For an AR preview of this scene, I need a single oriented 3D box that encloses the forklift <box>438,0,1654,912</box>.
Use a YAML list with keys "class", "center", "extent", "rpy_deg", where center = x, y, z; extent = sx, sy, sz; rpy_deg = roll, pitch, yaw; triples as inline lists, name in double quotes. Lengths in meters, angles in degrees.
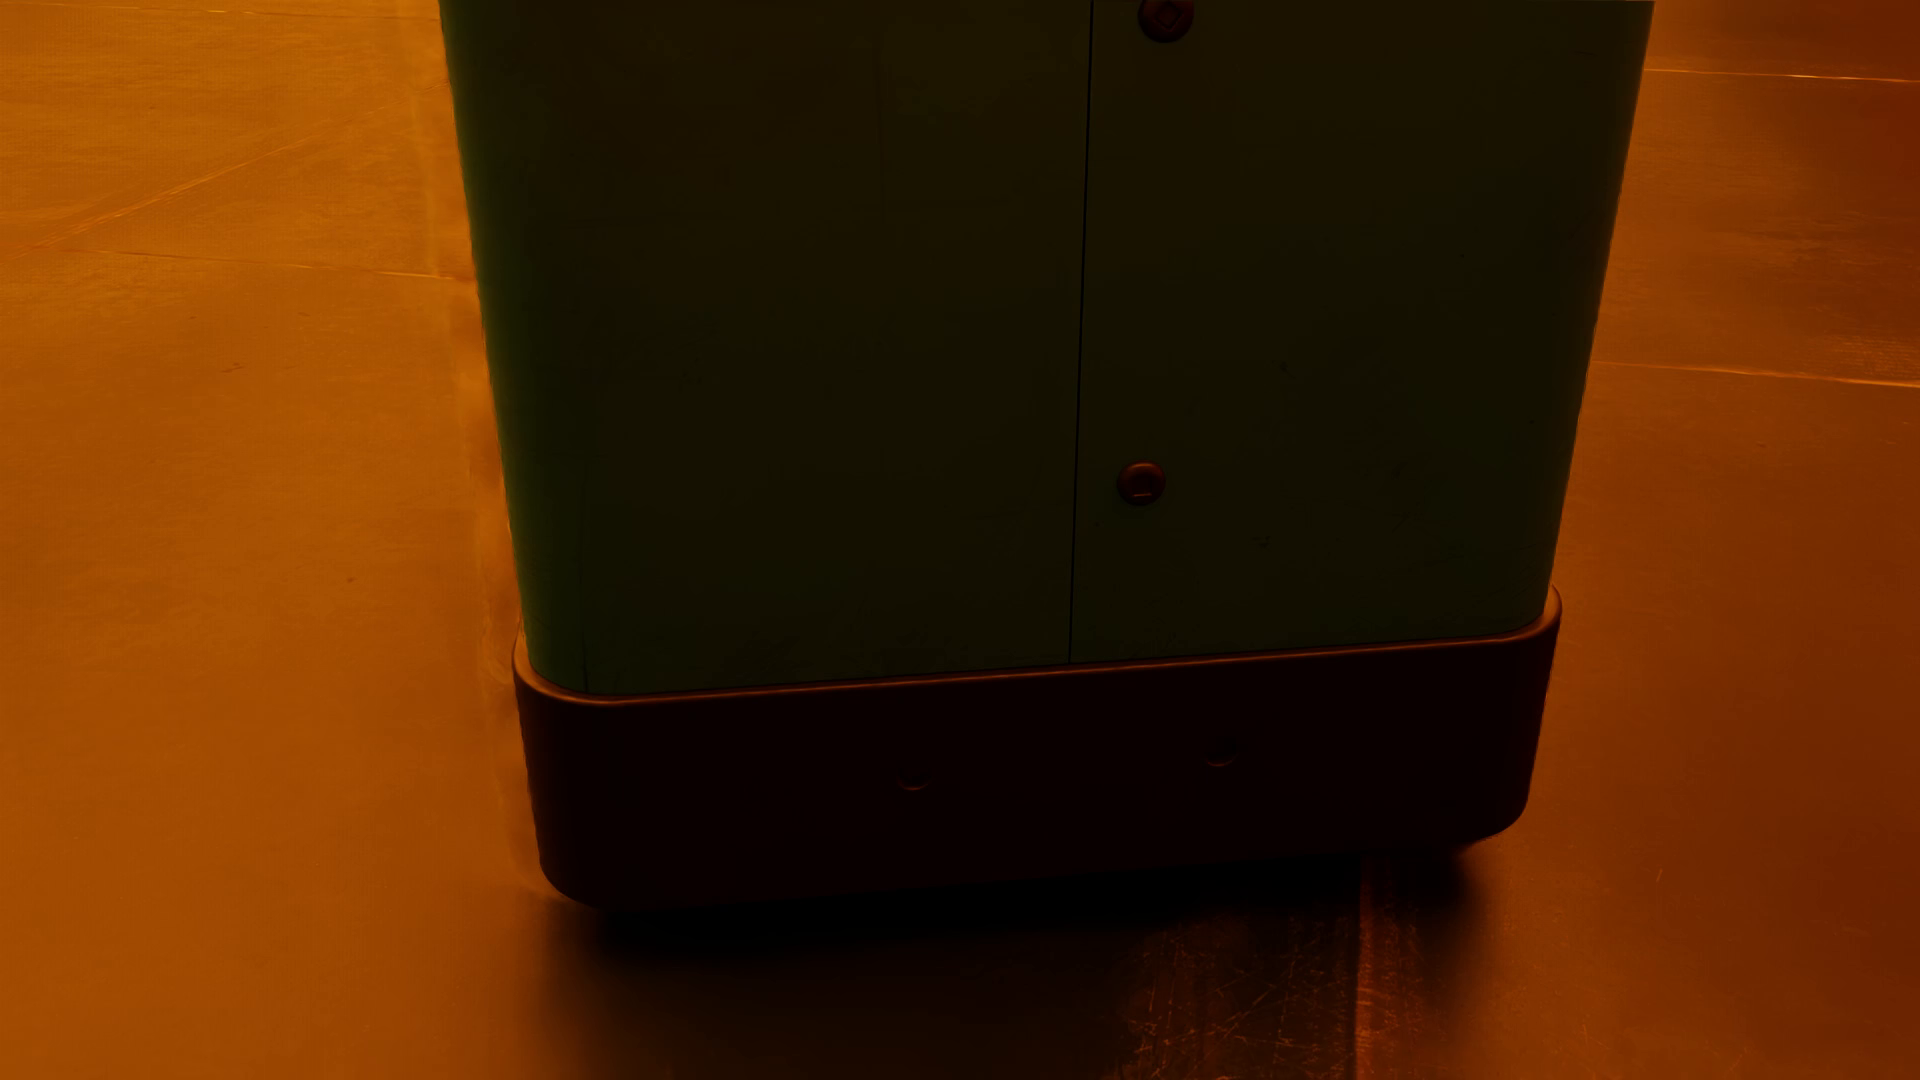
- class: "forklift"
  center: [-0.095, -1.583, 2.383]
  extent: [1.130, 2.935, 3.031]
  rpy_deg: [-3, 27, -7]
